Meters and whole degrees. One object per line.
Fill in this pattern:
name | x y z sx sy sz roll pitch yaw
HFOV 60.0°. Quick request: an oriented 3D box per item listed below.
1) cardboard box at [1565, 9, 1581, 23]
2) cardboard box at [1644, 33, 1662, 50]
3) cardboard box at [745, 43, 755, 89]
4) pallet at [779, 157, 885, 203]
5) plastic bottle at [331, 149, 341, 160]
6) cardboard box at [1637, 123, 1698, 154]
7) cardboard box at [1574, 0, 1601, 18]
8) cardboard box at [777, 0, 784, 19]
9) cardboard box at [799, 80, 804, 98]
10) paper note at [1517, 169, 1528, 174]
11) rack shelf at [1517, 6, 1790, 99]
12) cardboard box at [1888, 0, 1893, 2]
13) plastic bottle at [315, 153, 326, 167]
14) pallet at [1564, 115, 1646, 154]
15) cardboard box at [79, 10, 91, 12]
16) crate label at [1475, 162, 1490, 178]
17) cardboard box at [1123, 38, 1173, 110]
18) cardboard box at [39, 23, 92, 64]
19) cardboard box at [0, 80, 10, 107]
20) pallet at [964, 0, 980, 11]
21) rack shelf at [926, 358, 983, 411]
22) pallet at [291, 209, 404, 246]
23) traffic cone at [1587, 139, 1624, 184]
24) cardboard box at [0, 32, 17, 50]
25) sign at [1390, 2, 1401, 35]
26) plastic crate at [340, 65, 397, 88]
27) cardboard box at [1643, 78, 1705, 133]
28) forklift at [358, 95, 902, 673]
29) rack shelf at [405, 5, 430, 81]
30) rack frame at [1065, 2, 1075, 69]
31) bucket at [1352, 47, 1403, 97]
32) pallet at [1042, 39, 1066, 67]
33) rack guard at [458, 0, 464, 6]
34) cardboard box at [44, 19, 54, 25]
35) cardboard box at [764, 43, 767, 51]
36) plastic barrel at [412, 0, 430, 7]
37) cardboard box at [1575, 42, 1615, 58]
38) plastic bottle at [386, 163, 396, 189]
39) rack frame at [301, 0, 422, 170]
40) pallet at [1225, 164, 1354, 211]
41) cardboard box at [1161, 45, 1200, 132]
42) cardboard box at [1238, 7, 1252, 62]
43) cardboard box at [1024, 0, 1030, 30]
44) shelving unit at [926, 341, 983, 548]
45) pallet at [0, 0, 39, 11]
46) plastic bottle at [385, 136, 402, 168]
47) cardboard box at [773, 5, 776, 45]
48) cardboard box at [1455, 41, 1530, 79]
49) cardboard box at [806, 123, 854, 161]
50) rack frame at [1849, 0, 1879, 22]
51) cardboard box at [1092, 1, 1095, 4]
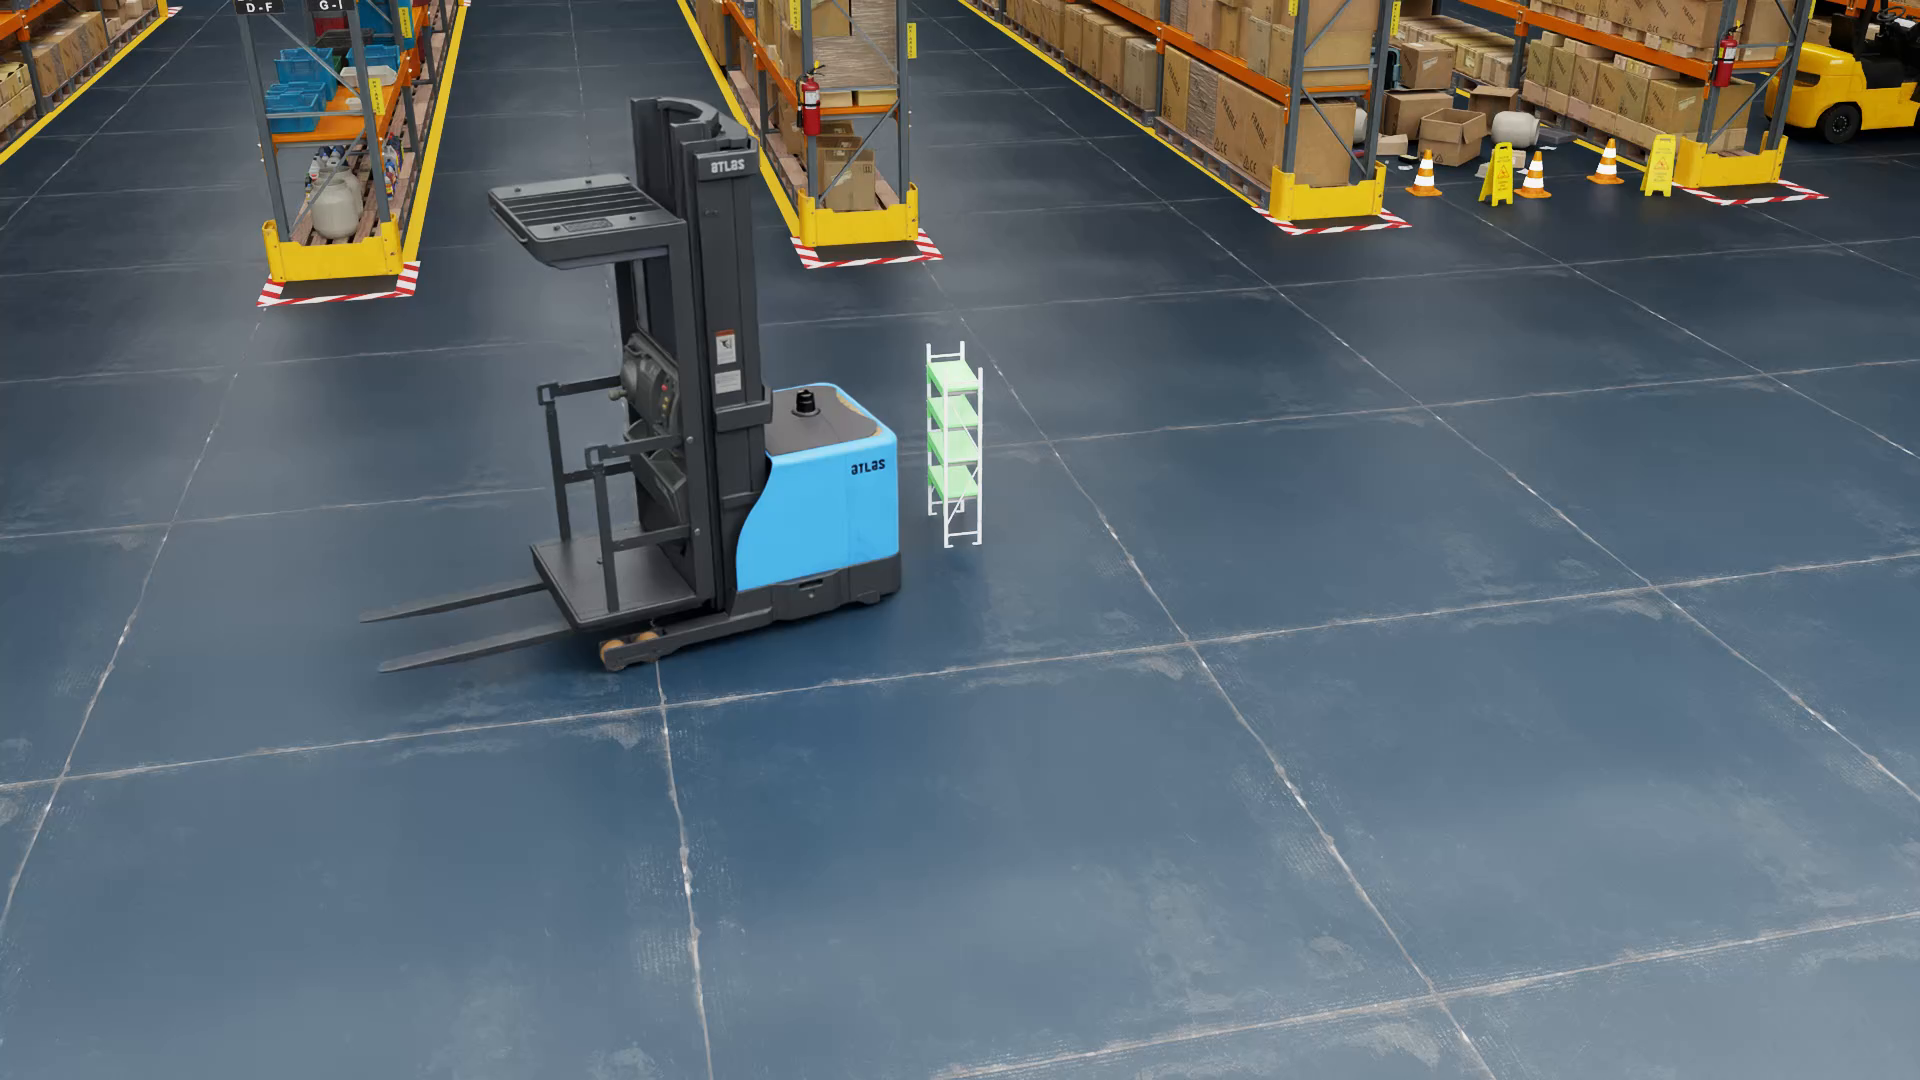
cardboard box | 7.731 -6.493 20.565 0.380 0.149 0.250 -5 27 -10
cardboard box | 8.073 -5.707 19.006 0.380 0.149 0.250 -5 27 -11
cardboard box | -2.495 -6.404 22.394 0.700 0.500 0.500 -8 28 -16
pallet | -1.437 -4.029 18.497 1.003 0.211 1.213 -6 27 -12
plastic bottle | -6.799 -4.129 18.141 0.097 0.271 0.097 0 27 0
cardboard box | 8.205 -4.650 19.219 0.500 0.250 0.500 -6 27 -12
cardboard box | 7.818 -6.624 20.103 0.500 0.500 0.500 -6 27 -12
cardboard box | -1.593 -5.624 17.013 0.500 0.500 0.500 -6 27 -12
cardboard box | -1.428 -4.552 16.718 0.380 0.149 0.250 -6 27 -12
paper note | 6.503 -4.239 19.115 0.148 0.019 0.142 -16 31 -29
rack shelf | 8.204 -5.909 19.926 1.077 0.370 4.000 -6 27 -12
cardboard box | 12.434 -7.437 22.044 0.500 0.500 0.500 -7 28 -13
plastic bottle | -6.811 -3.946 17.691 0.144 0.351 0.185 -6 27 -12
pallet | 8.218 -5.035 20.491 1.003 0.211 1.213 -6 27 -12
cardboard box | -13.930 -8.156 26.075 0.500 0.311 0.500 -6 27 -12
crate label | 6.059 -4.208 18.936 0.250 0.136 0.298 -23 35 -38
cardboard box | 2.726 -6.007 21.353 1.050 0.750 0.750 -6 27 -12
cardboard box | -12.750 -7.064 23.702 0.500 0.500 0.500 -6 27 -11
cardboard box | -11.863 -5.409 20.101 0.500 0.311 0.500 -6 27 -12
pallet | 0.687 -9.656 29.646 1.003 0.211 1.213 -6 27 -12
rack shelf | -0.037 -0.980 10.436 0.258 0.148 0.480 -6 27 -12
pallet | -6.066 -2.983 16.426 1.003 0.211 1.213 -6 27 -12
traffic cone | 7.301 -4.277 18.710 0.336 0.463 0.334 -6 27 -12
cardboard box | -12.911 -6.679 22.108 0.500 0.250 0.500 -5 27 -10
sign | 4.397 -5.280 16.834 0.100 0.325 0.005 -6 27 -12
plastic crate | -6.114 -4.794 17.211 0.530 0.136 0.437 -6 27 -12
cardboard box | 8.221 -4.972 19.024 0.500 0.500 0.500 -6 27 -11
forklift | -1.901 -0.851 9.183 3.031 2.935 1.130 -13 30 -24
rack shelf | -7.178 -6.155 20.414 1.077 0.370 4.000 -6 27 -12
rack frame | 2.052 -8.317 23.898 1.000 3.000 0.127 -6 27 -12
bucket | 5.231 -5.952 21.160 0.726 0.611 0.620 3 17 6
pallet | 1.878 -7.415 25.207 1.003 0.211 1.213 -6 27 -12
rack guard | -9.449 -9.760 29.532 1.175 0.500 0.348 -6 27 -12
cardboard box | -13.354 -7.219 24.010 0.500 0.500 0.500 -6 27 -11
cardboard box | -2.019 -5.646 18.886 0.380 0.149 0.250 -6 27 -12
plastic barrel | -7.229 -7.242 21.619 0.600 0.536 0.708 -6 27 -12
cardboard box | 7.774 -6.001 20.344 0.380 0.149 0.250 -4 27 -9
plastic bottle | -6.030 -3.843 17.574 0.097 0.271 0.097 0 27 0
rack frame | -6.727 -5.598 18.513 1.000 3.000 0.127 -6 27 -12
pallet | 3.599 -3.903 18.248 1.003 0.211 1.213 -6 27 -12
cardboard box | 3.027 -5.516 20.242 0.875 0.875 0.875 -6 27 -11
cardboard box | 3.578 -5.528 18.206 0.875 0.550 0.550 -6 27 -12
cardboard box | 1.311 -8.332 26.237 0.500 0.500 0.500 -5 27 -11
shelving unit | -0.037 -0.608 10.624 0.258 1.200 0.503 -6 27 -12
pallet | -12.676 -7.058 21.617 1.213 0.211 1.003 -6 27 -12
plastic bottle | -6.258 -4.275 18.342 0.144 0.351 0.185 -7 28 -14
cardboard box | -1.571 -5.643 18.159 0.875 0.500 0.500 -6 27 -12
cardboard box | 7.468 -6.667 23.081 0.950 0.372 0.625 -4 27 -8
cardboard box | -1.415 -4.228 18.107 0.500 0.500 0.500 -3 27 -7
rack frame | 12.589 -7.613 22.505 1.000 3.000 0.127 -6 27 -12
cardboard box | 2.133 -8.050 24.846 0.500 0.250 0.500 -7 28 -14
